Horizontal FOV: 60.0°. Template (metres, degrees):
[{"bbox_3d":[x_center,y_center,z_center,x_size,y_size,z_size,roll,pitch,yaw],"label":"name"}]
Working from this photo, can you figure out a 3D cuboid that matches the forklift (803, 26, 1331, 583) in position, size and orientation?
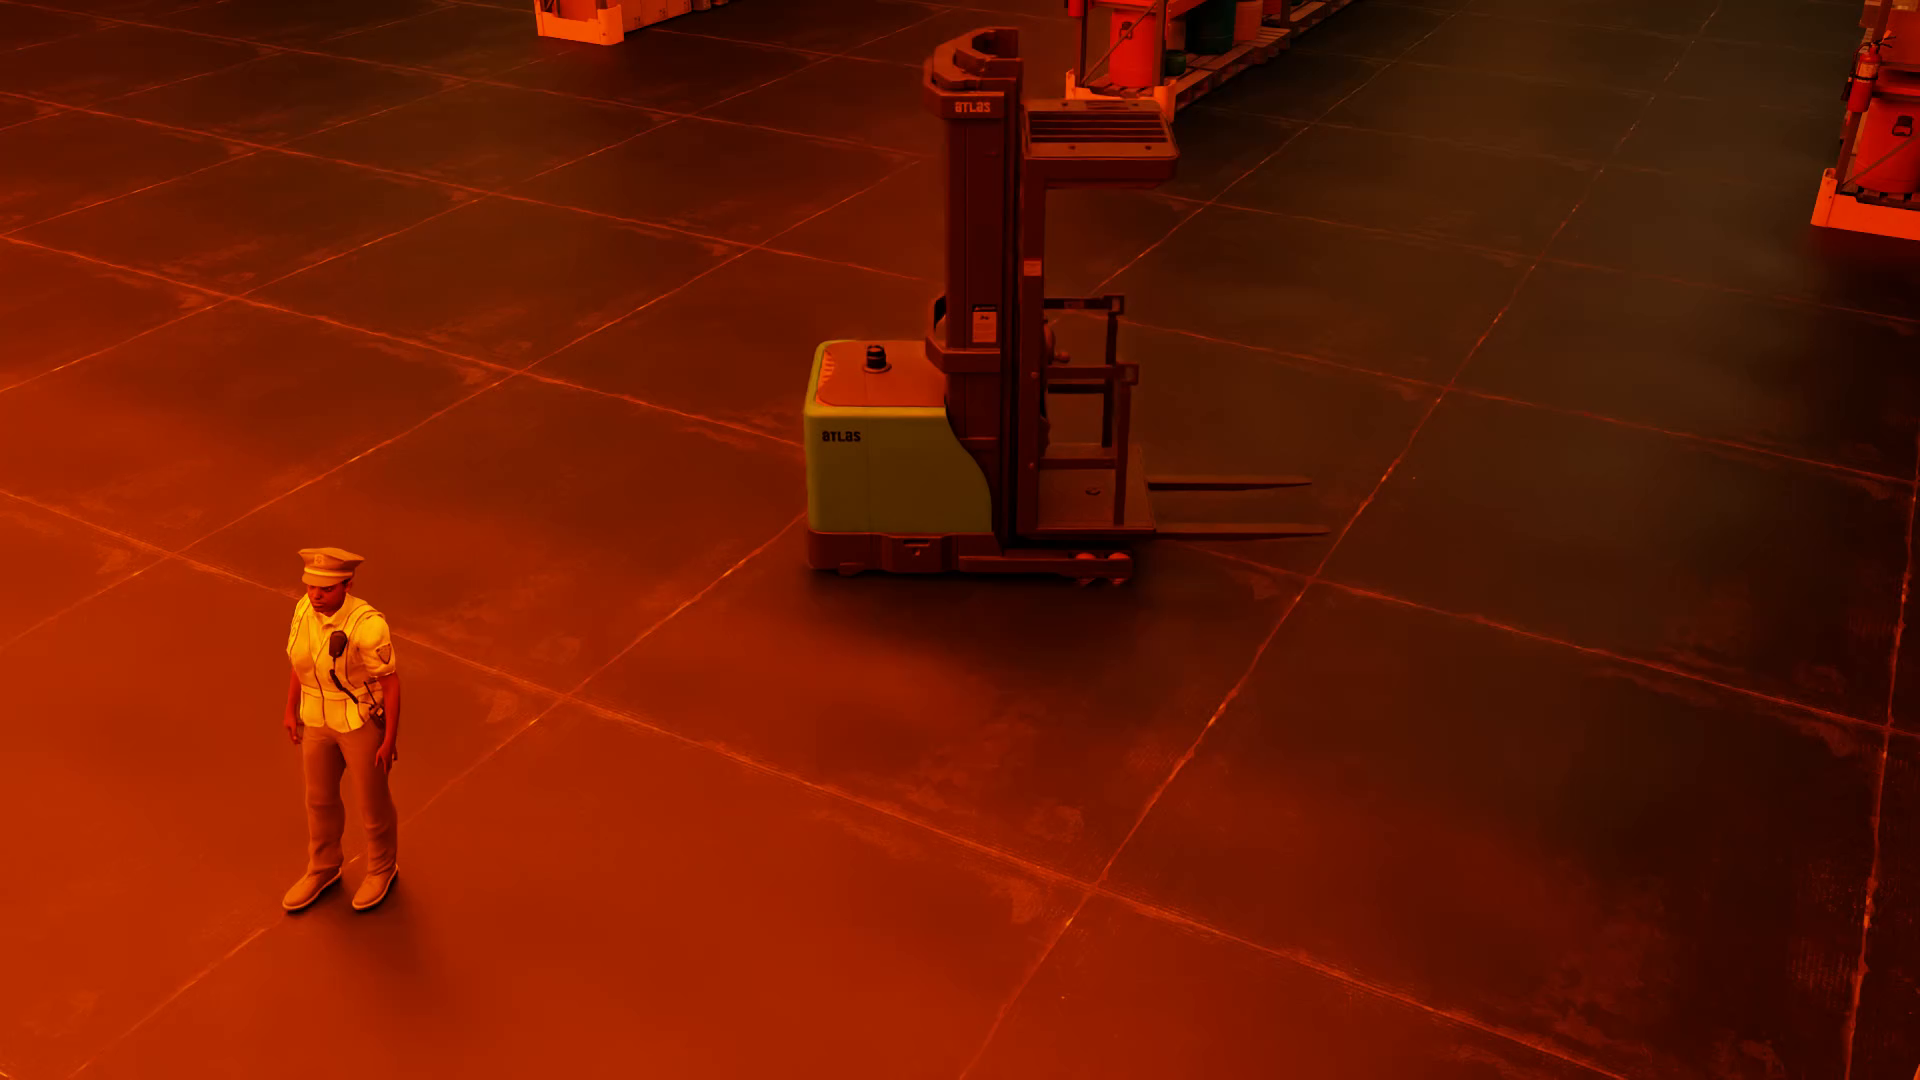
[{"bbox_3d":[0.637,-1.293,9.312,3.031,2.935,1.130,0,30,0],"label":"forklift"}]

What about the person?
[{"bbox_3d":[-2.606,0.794,6.919,0.569,1.693,0.530,10,32,17],"label":"person"}]
